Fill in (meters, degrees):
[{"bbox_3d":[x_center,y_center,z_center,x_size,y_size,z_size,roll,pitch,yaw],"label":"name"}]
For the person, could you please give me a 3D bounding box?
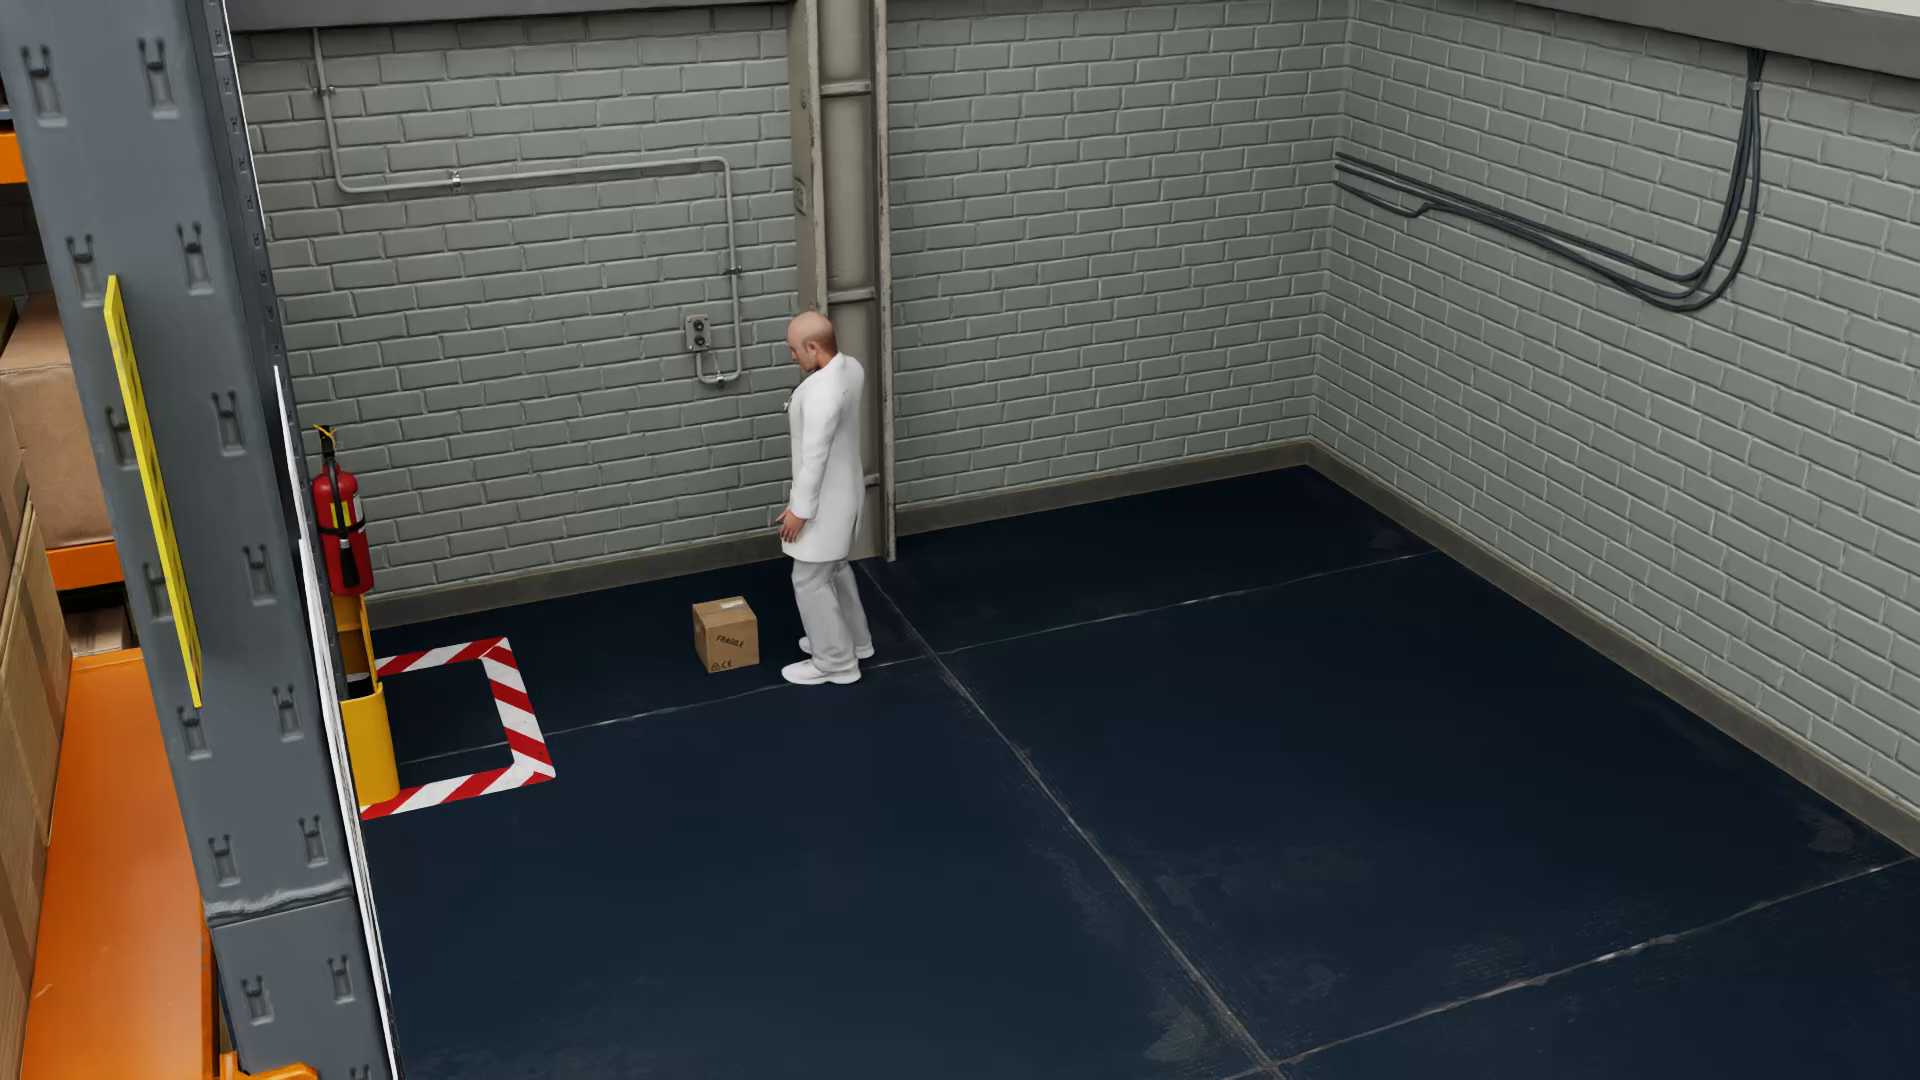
[{"bbox_3d":[-0.630,-0.179,7.532,0.381,1.769,0.567,5,26,10],"label":"person"}]
